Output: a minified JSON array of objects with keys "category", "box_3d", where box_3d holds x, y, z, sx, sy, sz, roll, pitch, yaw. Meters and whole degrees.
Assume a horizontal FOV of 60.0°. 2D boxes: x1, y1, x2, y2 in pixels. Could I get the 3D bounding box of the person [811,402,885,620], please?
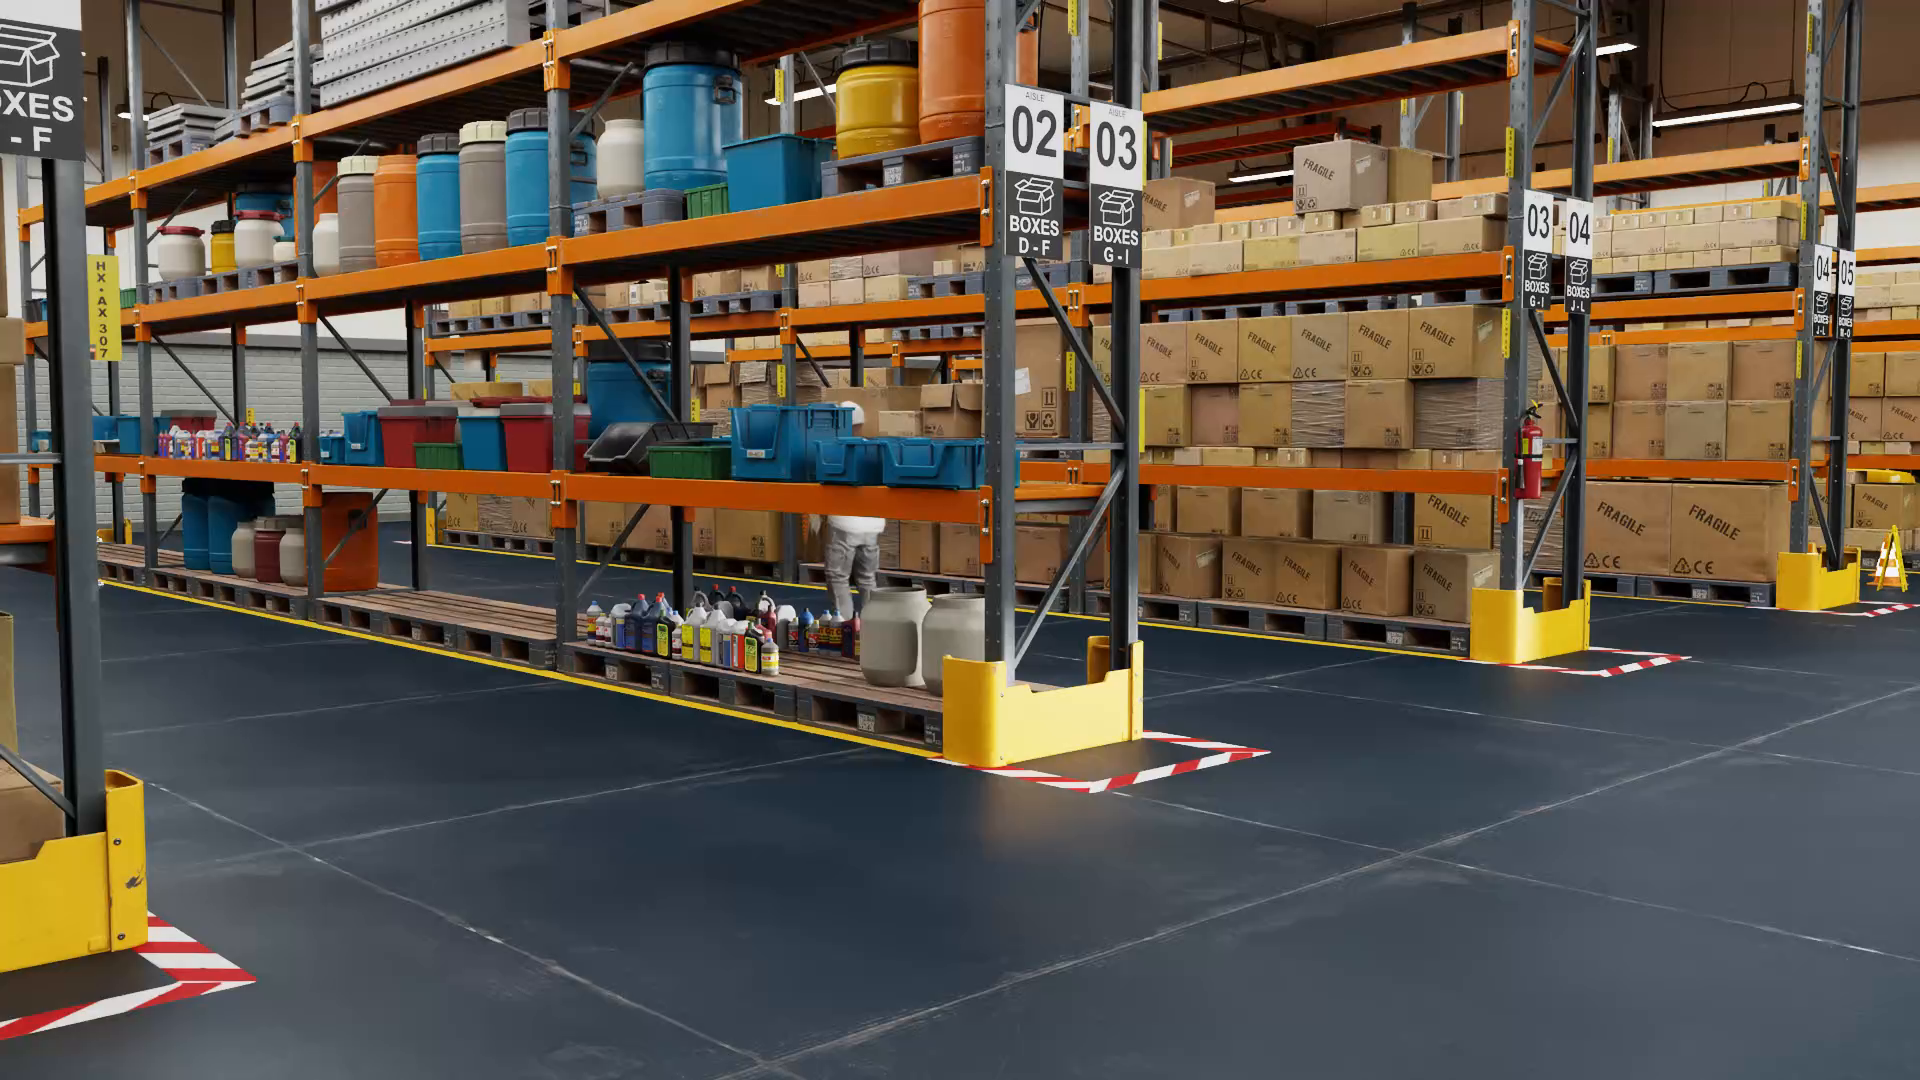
[{"category":"person","box_3d":[-0.786,-0.091,11.900,0.558,1.786,0.456,-4,5,-45]}]
